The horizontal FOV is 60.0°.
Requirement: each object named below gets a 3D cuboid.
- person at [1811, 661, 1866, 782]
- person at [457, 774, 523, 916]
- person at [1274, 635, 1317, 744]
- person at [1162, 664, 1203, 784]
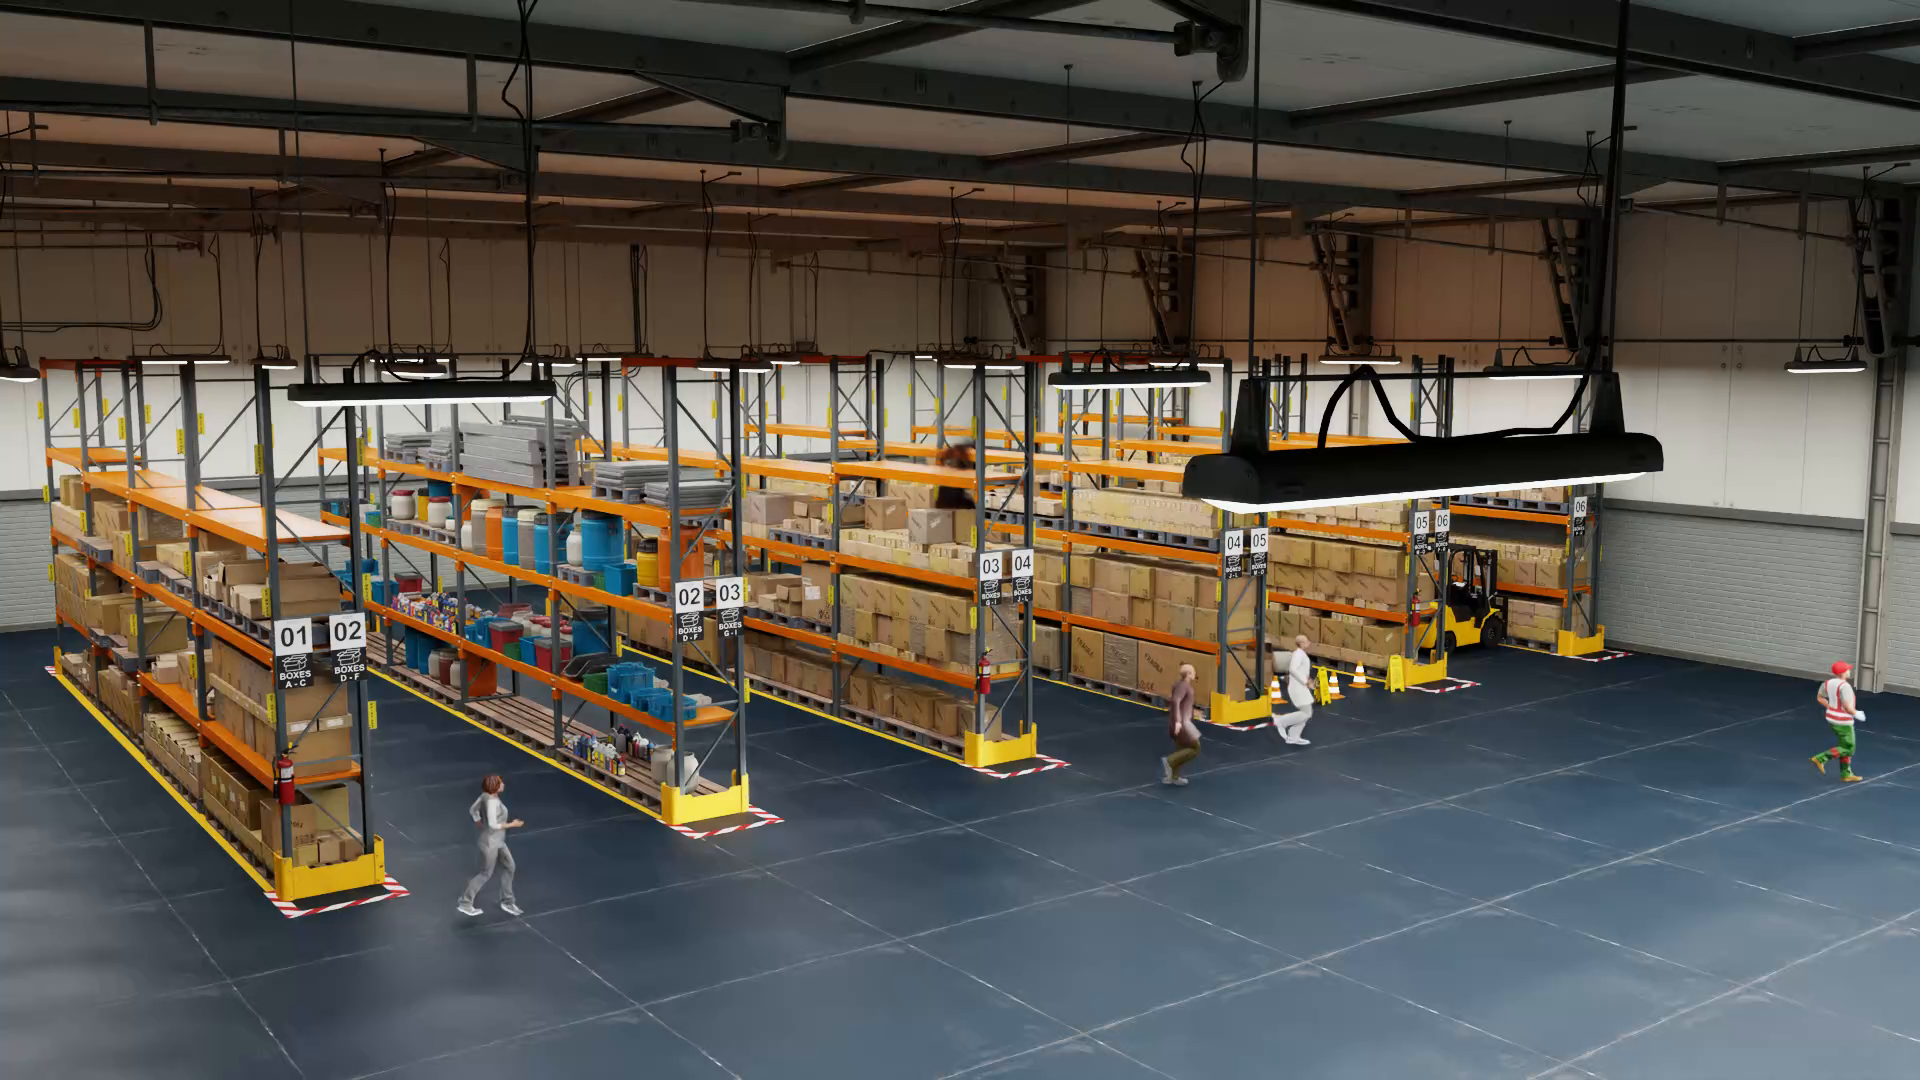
[{"bbox_3d":[12.577,2.601,23.820,0.806,1.757,0.674,0,7,-4],"label":"person"},{"bbox_3d":[-5.143,3.368,18.191,0.726,1.642,0.526,-1,7,-12],"label":"person"},{"bbox_3d":[5.303,2.346,26.257,0.653,1.708,0.697,1,7,12],"label":"person"},{"bbox_3d":[3.184,2.630,23.739,0.625,1.720,0.724,-1,7,-7],"label":"person"}]
